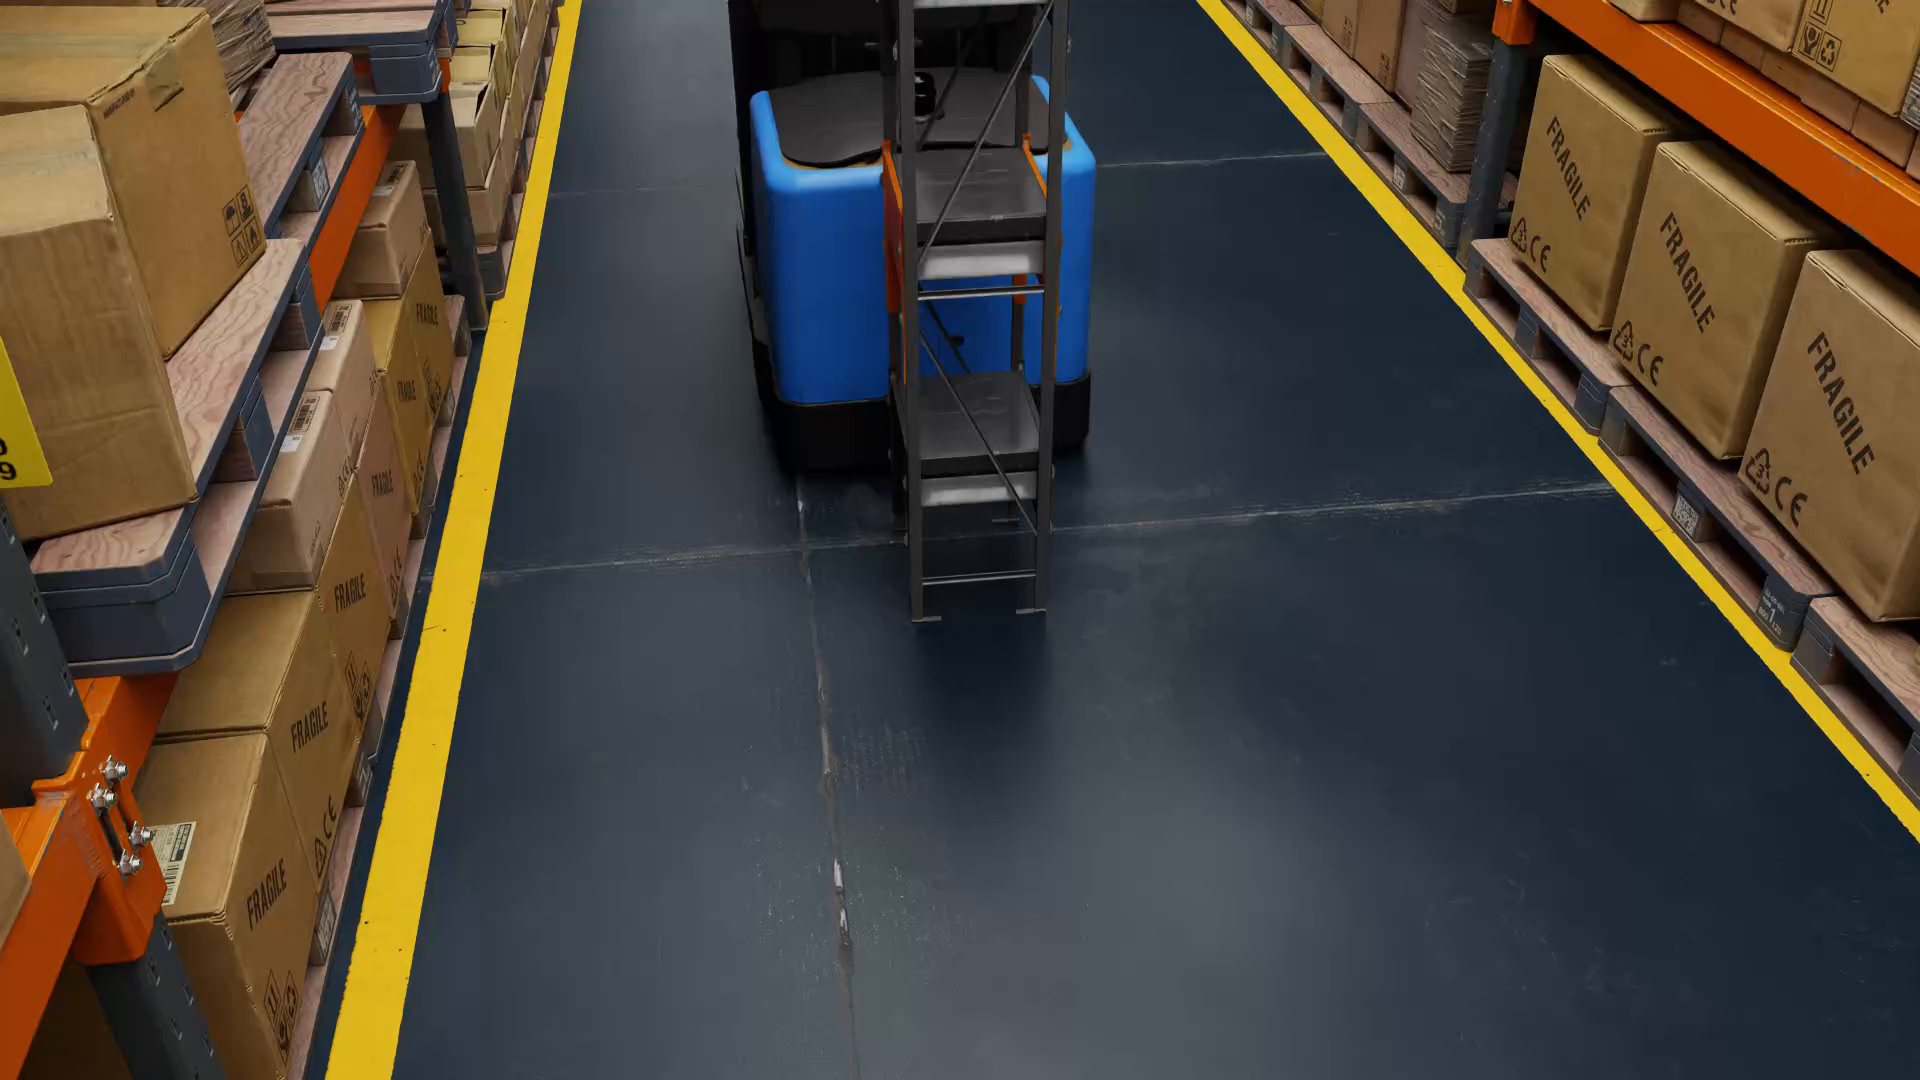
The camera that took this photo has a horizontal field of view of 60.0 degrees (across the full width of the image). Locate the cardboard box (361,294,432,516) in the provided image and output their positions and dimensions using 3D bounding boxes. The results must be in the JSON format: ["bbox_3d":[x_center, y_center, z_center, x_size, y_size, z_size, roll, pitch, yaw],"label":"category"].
[{"bbox_3d":[-1.905,-0.390,4.988,0.500,0.500,0.500,-6,35,-8],"label":"cardboard box"}]

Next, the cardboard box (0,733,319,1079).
[{"bbox_3d":[-1.618,0.760,3.300,0.500,0.500,0.500,-6,35,-9],"label":"cardboard box"}]

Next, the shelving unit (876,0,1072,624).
[{"bbox_3d":[0.022,-0.775,4.523,0.431,2.100,0.503,-4,35,-6],"label":"shelving unit"}]

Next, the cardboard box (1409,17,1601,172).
[{"bbox_3d":[2.427,-1.958,7.289,0.700,0.500,0.500,-4,34,-6],"label":"cardboard box"}]

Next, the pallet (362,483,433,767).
[{"bbox_3d":[-2.109,0.217,4.745,1.003,0.211,1.213,-4,35,-6],"label":"pallet"}]

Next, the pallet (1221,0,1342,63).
[{"bbox_3d":[2.144,-3.057,9.549,1.003,0.211,1.213,-4,35,-6],"label":"pallet"}]

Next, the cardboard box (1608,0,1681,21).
[{"bbox_3d":[2.367,-1.819,5.461,0.380,0.149,0.250,-3,34,-5],"label":"cardboard box"}]

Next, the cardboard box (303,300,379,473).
[{"bbox_3d":[-1.821,-0.387,4.318,0.500,0.250,0.500,-5,35,-7],"label":"cardboard box"}]

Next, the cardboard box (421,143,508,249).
[{"bbox_3d":[-2.112,-1.386,6.689,0.500,0.250,0.500,-4,35,-7],"label":"cardboard box"}]

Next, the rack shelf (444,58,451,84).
[{"bbox_3d":[-2.602,-2.853,7.412,1.077,0.370,4.000,-4,35,-6],"label":"rack shelf"}]

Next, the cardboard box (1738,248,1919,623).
[{"bbox_3d":[2.775,-0.314,4.582,0.750,0.750,0.750,-3,34,-5],"label":"cardboard box"}]

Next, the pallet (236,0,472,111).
[{"bbox_3d":[-2.172,-1.582,5.079,1.213,0.211,1.003,-4,35,-6],"label":"pallet"}]

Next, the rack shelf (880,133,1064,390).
[{"bbox_3d":[0.022,-0.764,4.531,0.431,0.518,0.480,-4,35,-6],"label":"rack shelf"}]

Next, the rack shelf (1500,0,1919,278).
[{"bbox_3d":[2.844,-0.998,4.690,1.077,0.370,4.000,-4,35,-6],"label":"rack shelf"}]

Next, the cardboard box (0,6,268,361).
[{"bbox_3d":[-1.792,-0.677,3.119,0.700,0.500,0.500,1,34,1],"label":"cardboard box"}]

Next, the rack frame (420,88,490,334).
[{"bbox_3d":[-2.333,-2.035,5.572,1.000,3.000,0.127,-4,35,-6],"label":"rack frame"}]

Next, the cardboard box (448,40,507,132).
[{"bbox_3d":[-2.191,-1.911,6.961,0.500,0.311,0.500,-5,35,-8],"label":"cardboard box"}]

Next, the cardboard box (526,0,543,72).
[{"bbox_3d":[-2.392,-2.527,8.363,0.500,0.250,0.500,-4,34,-5],"label":"cardboard box"}]

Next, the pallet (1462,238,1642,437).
[{"bbox_3d":[2.607,-0.814,6.257,1.003,0.211,1.213,-4,35,-6],"label":"pallet"}]

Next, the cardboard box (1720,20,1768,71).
[{"bbox_3d":[2.567,-1.544,5.057,0.380,0.149,0.250,-4,34,-5],"label":"cardboard box"}]

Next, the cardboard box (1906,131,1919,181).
[{"bbox_3d":[2.660,-0.964,4.206,0.380,0.149,0.250,-5,35,-8],"label":"cardboard box"}]

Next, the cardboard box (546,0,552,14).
[{"bbox_3d":[-2.528,-3.094,9.196,0.500,0.250,0.500,-5,35,-7],"label":"cardboard box"}]

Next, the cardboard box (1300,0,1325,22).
[{"bbox_3d":[2.272,-3.099,8.962,0.700,0.500,0.500,-5,35,-7],"label":"cardboard box"}]

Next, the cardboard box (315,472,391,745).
[{"bbox_3d":[-1.761,0.184,4.145,0.500,0.500,0.500,-4,34,-6],"label":"cardboard box"}]

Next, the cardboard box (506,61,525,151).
[{"bbox_3d":[-2.256,-1.956,7.526,0.500,0.250,0.500,-5,35,-8],"label":"cardboard box"}]

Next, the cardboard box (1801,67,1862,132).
[{"bbox_3d":[2.607,-1.260,4.640,0.380,0.149,0.250,-4,34,-6],"label":"cardboard box"}]

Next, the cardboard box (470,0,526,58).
[{"bbox_3d":[-2.327,-2.482,7.799,0.500,0.311,0.500,-5,35,-7],"label":"cardboard box"}]

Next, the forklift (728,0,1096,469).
[{"bbox_3d":[-0.321,-2.264,5.970,1.130,2.935,3.031,-6,35,-8],"label":"forklift"}]

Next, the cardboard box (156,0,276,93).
[{"bbox_3d":[-2.203,-1.382,4.152,0.700,0.500,0.500,2,34,3],"label":"cardboard box"}]

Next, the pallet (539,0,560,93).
[{"bbox_3d":[-2.733,-2.706,9.033,1.003,0.211,1.213,-4,35,-6],"label":"pallet"}]

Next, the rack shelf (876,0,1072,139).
[{"bbox_3d":[0.022,-1.342,4.137,0.431,0.518,0.480,-4,35,-6],"label":"rack shelf"}]

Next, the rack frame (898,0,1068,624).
[{"bbox_3d":[0.055,-0.639,4.323,0.400,2.100,0.015,-4,35,-6],"label":"rack frame"}]

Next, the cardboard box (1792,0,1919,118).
[{"bbox_3d":[2.592,-1.434,4.320,0.500,0.500,0.500,-3,34,-5],"label":"cardboard box"}]

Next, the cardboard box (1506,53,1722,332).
[{"bbox_3d":[2.544,-1.277,5.996,0.750,0.750,0.750,-5,35,-7],"label":"cardboard box"}]

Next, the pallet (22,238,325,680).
[{"bbox_3d":[-1.794,-0.177,3.017,1.003,0.211,1.213,-4,35,-6],"label":"pallet"}]

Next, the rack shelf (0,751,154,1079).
[{"bbox_3d":[-1.526,1.611,0.861,1.077,0.370,4.000,-4,35,-6],"label":"rack shelf"}]

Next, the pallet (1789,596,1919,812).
[{"bbox_3d":[2.935,0.548,4.259,1.003,0.211,1.213,-4,35,-6],"label":"pallet"}]

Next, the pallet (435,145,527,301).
[{"bbox_3d":[-2.405,-1.345,7.036,1.003,0.211,1.213,-4,35,-6],"label":"pallet"}]

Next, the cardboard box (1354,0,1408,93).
[{"bbox_3d":[2.378,-2.530,8.128,0.700,0.500,0.500,-5,35,-7],"label":"cardboard box"}]
